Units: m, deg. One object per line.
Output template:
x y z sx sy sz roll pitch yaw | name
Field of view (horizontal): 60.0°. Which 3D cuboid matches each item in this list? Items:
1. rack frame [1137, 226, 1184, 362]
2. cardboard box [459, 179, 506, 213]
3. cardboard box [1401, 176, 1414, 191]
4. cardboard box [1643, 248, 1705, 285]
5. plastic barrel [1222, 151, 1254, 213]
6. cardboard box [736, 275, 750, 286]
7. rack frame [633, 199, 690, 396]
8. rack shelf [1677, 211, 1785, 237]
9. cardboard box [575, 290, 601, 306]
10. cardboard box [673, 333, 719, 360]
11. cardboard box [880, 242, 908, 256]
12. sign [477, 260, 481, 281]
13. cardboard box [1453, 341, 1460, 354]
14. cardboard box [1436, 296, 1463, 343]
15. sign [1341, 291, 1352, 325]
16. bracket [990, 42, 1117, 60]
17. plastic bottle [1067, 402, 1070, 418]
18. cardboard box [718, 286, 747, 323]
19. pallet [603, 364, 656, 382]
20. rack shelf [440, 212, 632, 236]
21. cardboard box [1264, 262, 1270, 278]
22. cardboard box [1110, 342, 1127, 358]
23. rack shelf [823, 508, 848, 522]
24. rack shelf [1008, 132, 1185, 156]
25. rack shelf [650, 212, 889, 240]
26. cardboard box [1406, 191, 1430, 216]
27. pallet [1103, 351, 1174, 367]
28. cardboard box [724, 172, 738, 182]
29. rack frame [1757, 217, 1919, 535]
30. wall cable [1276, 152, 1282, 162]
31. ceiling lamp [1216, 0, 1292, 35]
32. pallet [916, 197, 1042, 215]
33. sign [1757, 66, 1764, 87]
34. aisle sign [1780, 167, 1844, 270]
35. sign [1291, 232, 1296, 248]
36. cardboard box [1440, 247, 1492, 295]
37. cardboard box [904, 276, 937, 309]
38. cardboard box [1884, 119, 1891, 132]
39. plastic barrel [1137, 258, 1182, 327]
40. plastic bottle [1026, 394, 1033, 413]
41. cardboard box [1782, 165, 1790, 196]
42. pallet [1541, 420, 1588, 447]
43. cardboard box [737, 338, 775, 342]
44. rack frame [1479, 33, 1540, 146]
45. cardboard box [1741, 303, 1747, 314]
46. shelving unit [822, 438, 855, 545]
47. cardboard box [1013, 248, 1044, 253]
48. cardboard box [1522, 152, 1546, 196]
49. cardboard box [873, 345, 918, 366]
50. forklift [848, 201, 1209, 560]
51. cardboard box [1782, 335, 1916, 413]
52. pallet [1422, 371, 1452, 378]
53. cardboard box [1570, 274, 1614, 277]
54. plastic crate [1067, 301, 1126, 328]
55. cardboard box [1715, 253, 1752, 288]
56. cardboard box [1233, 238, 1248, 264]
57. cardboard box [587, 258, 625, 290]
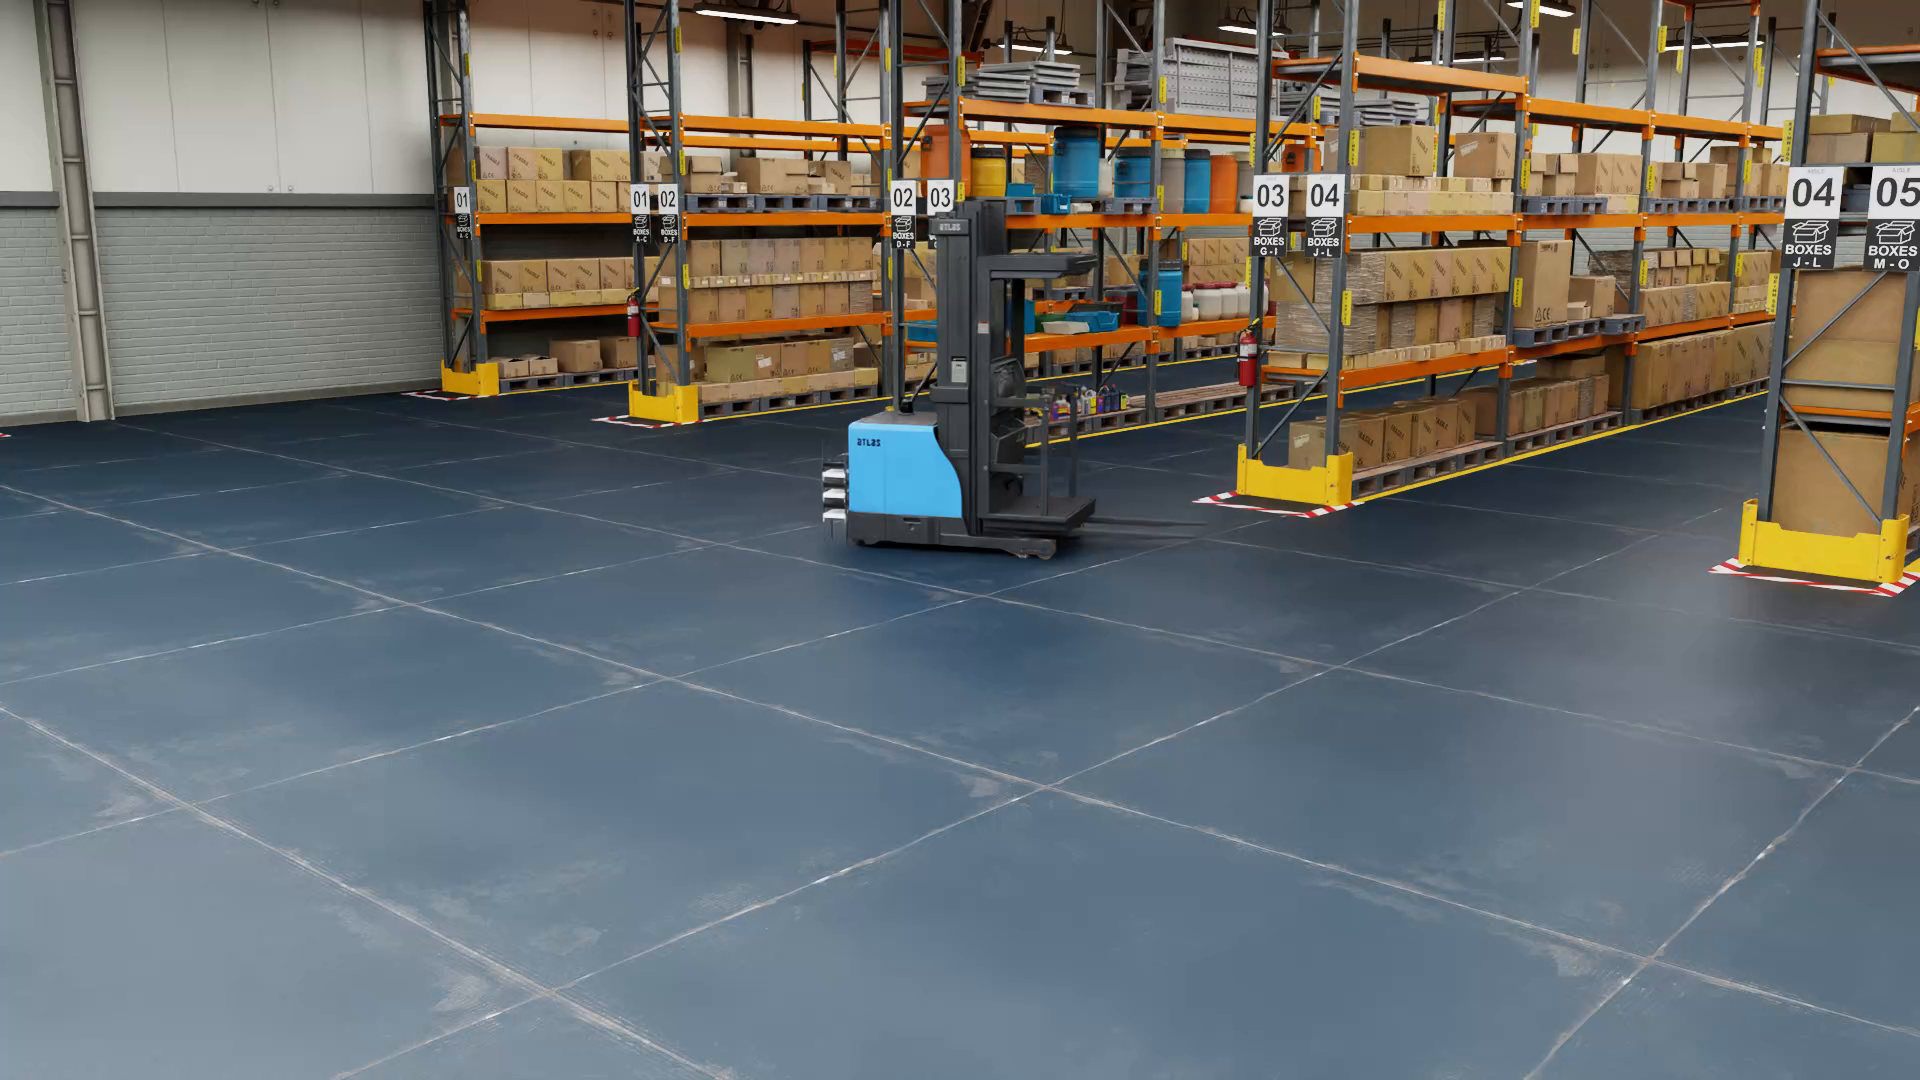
3.806 -4.934 31.758 1.000 3.000 0.127 10 15 40 | rack frame
-7.430 -5.355 25.901 0.500 0.500 0.500 10 15 42 | cardboard box
4.394 -3.636 16.963 0.380 0.149 0.250 10 15 40 | cardboard box
10.368 -4.000 24.261 0.797 0.503 0.637 10 15 41 | cardboard box
4.179 -5.329 24.795 0.600 0.901 0.600 0 11 0 | plastic barrel
-3.188 -3.678 23.559 0.380 0.149 0.250 9 15 39 | cardboard box
-4.115 -3.169 22.919 1.000 3.000 0.127 10 15 40 | rack frame
12.565 -5.066 26.593 1.077 0.370 4.000 10 15 40 | rack shelf
-6.270 -4.002 27.423 0.500 0.250 0.500 10 15 41 | cardboard box
-4.725 -3.498 29.824 0.700 0.500 0.500 10 15 42 | cardboard box
-1.383 -5.745 32.836 0.500 0.250 0.500 10 15 41 | cardboard box
-7.431 -4.163 25.687 0.100 0.325 0.005 10 15 40 | sign
5.315 -2.148 18.447 0.380 0.149 0.250 10 15 40 | cardboard box
5.009 -2.457 18.340 0.875 0.500 0.500 10 15 40 | cardboard box
3.731 -2.242 16.067 0.100 0.325 0.005 10 15 40 | sign
2.136 -10.890 37.071 0.076 0.066 4.783 10 15 40 | bracket
1.391 -1.678 21.473 0.097 0.201 0.097 0 11 0 | plastic bottle
-3.455 -3.363 23.634 0.700 0.500 0.500 10 15 42 | cardboard box
-5.615 -2.927 28.825 1.003 0.211 1.213 10 15 40 | pallet
-6.519 -5.221 27.372 1.077 0.370 4.000 10 15 40 | rack shelf
6.015 -5.394 33.804 0.500 0.500 0.500 10 15 41 | cardboard box
2.697 -3.594 30.307 0.500 0.500 0.500 9 14 38 | cardboard box
-1.063 -0.215 14.578 0.200 0.077 0.258 3 12 14 | rack shelf
2.486 -7.033 29.807 1.077 0.370 4.000 10 15 40 | rack shelf
-2.795 -4.581 24.169 1.077 0.370 4.000 10 15 40 | rack shelf
4.501 -3.471 17.158 0.500 0.250 0.500 10 15 40 | cardboard box
3.297 -3.442 31.408 1.003 0.211 1.213 10 15 40 | pallet
-3.186 -5.156 24.007 0.500 0.311 0.500 -10 15 -41 | cardboard box
6.983 -1.231 13.218 1.000 3.000 0.127 10 15 40 | rack frame
6.725 -8.368 41.560 3.097 2.526 0.112 10 15 40 | wall cable
5.282 -10.266 28.232 0.800 3.185 2.000 10 15 40 | ceiling lamp
0.222 -4.015 19.980 1.003 0.211 1.213 10 15 40 | pallet
13.472 -7.792 27.959 0.100 0.325 0.005 10 15 40 | sign
6.710 -2.535 13.105 0.394 0.787 0.004 10 15 40 | aisle sign
6.850 -6.171 34.186 0.100 0.325 0.005 10 15 40 | sign
5.544 -2.986 18.434 0.500 0.500 0.500 10 15 40 | cardboard box
-0.608 -3.995 26.799 0.500 0.500 0.500 -11 16 -43 | cardboard box
7.621 -3.468 14.034 0.380 0.149 0.250 10 15 41 | cardboard box
2.726 -3.380 22.695 0.600 0.901 0.708 10 15 40 | plastic barrel
0.871 -1.850 21.957 0.144 0.351 0.185 11 15 43 | plastic bottle
13.120 -5.866 27.181 0.700 0.500 0.500 9 14 38 | cardboard box
7.282 -1.404 21.200 1.003 0.211 1.213 10 15 40 | pallet
-3.005 -2.734 24.775 0.500 0.500 0.500 10 15 40 | cardboard box
10.165 -7.824 30.908 1.000 3.000 0.127 10 15 40 | rack frame
11.863 -3.569 25.563 0.380 0.149 0.250 9 14 38 | cardboard box
-1.063 -0.424 14.536 0.210 0.900 0.258 3 12 14 | shelving unit
1.412 -6.014 36.398 0.980 0.700 0.700 9 14 38 | cardboard box
6.348 -4.260 19.387 0.797 0.503 0.637 9 14 38 | cardboard box
-1.015 -2.919 26.182 0.500 0.311 0.500 10 15 41 | cardboard box
0.600 -1.390 14.188 3.031 2.935 1.130 4 12 17 | forklift
7.193 -1.365 13.506 0.875 0.550 0.550 10 15 40 | cardboard box
7.980 -3.039 29.389 1.003 0.211 1.213 10 15 40 | pallet
8.278 -3.235 21.922 0.500 0.500 0.500 8 14 33 | cardboard box
1.802 -3.025 22.359 0.767 0.338 0.504 10 15 40 | plastic crate
11.753 -4.131 25.442 0.500 0.500 0.500 10 15 40 | cardboard box
5.348 -5.734 32.955 0.500 0.500 0.500 10 15 42 | cardboard box
-5.944 -4.445 27.725 0.500 0.500 0.500 9 15 39 | cardboard box
